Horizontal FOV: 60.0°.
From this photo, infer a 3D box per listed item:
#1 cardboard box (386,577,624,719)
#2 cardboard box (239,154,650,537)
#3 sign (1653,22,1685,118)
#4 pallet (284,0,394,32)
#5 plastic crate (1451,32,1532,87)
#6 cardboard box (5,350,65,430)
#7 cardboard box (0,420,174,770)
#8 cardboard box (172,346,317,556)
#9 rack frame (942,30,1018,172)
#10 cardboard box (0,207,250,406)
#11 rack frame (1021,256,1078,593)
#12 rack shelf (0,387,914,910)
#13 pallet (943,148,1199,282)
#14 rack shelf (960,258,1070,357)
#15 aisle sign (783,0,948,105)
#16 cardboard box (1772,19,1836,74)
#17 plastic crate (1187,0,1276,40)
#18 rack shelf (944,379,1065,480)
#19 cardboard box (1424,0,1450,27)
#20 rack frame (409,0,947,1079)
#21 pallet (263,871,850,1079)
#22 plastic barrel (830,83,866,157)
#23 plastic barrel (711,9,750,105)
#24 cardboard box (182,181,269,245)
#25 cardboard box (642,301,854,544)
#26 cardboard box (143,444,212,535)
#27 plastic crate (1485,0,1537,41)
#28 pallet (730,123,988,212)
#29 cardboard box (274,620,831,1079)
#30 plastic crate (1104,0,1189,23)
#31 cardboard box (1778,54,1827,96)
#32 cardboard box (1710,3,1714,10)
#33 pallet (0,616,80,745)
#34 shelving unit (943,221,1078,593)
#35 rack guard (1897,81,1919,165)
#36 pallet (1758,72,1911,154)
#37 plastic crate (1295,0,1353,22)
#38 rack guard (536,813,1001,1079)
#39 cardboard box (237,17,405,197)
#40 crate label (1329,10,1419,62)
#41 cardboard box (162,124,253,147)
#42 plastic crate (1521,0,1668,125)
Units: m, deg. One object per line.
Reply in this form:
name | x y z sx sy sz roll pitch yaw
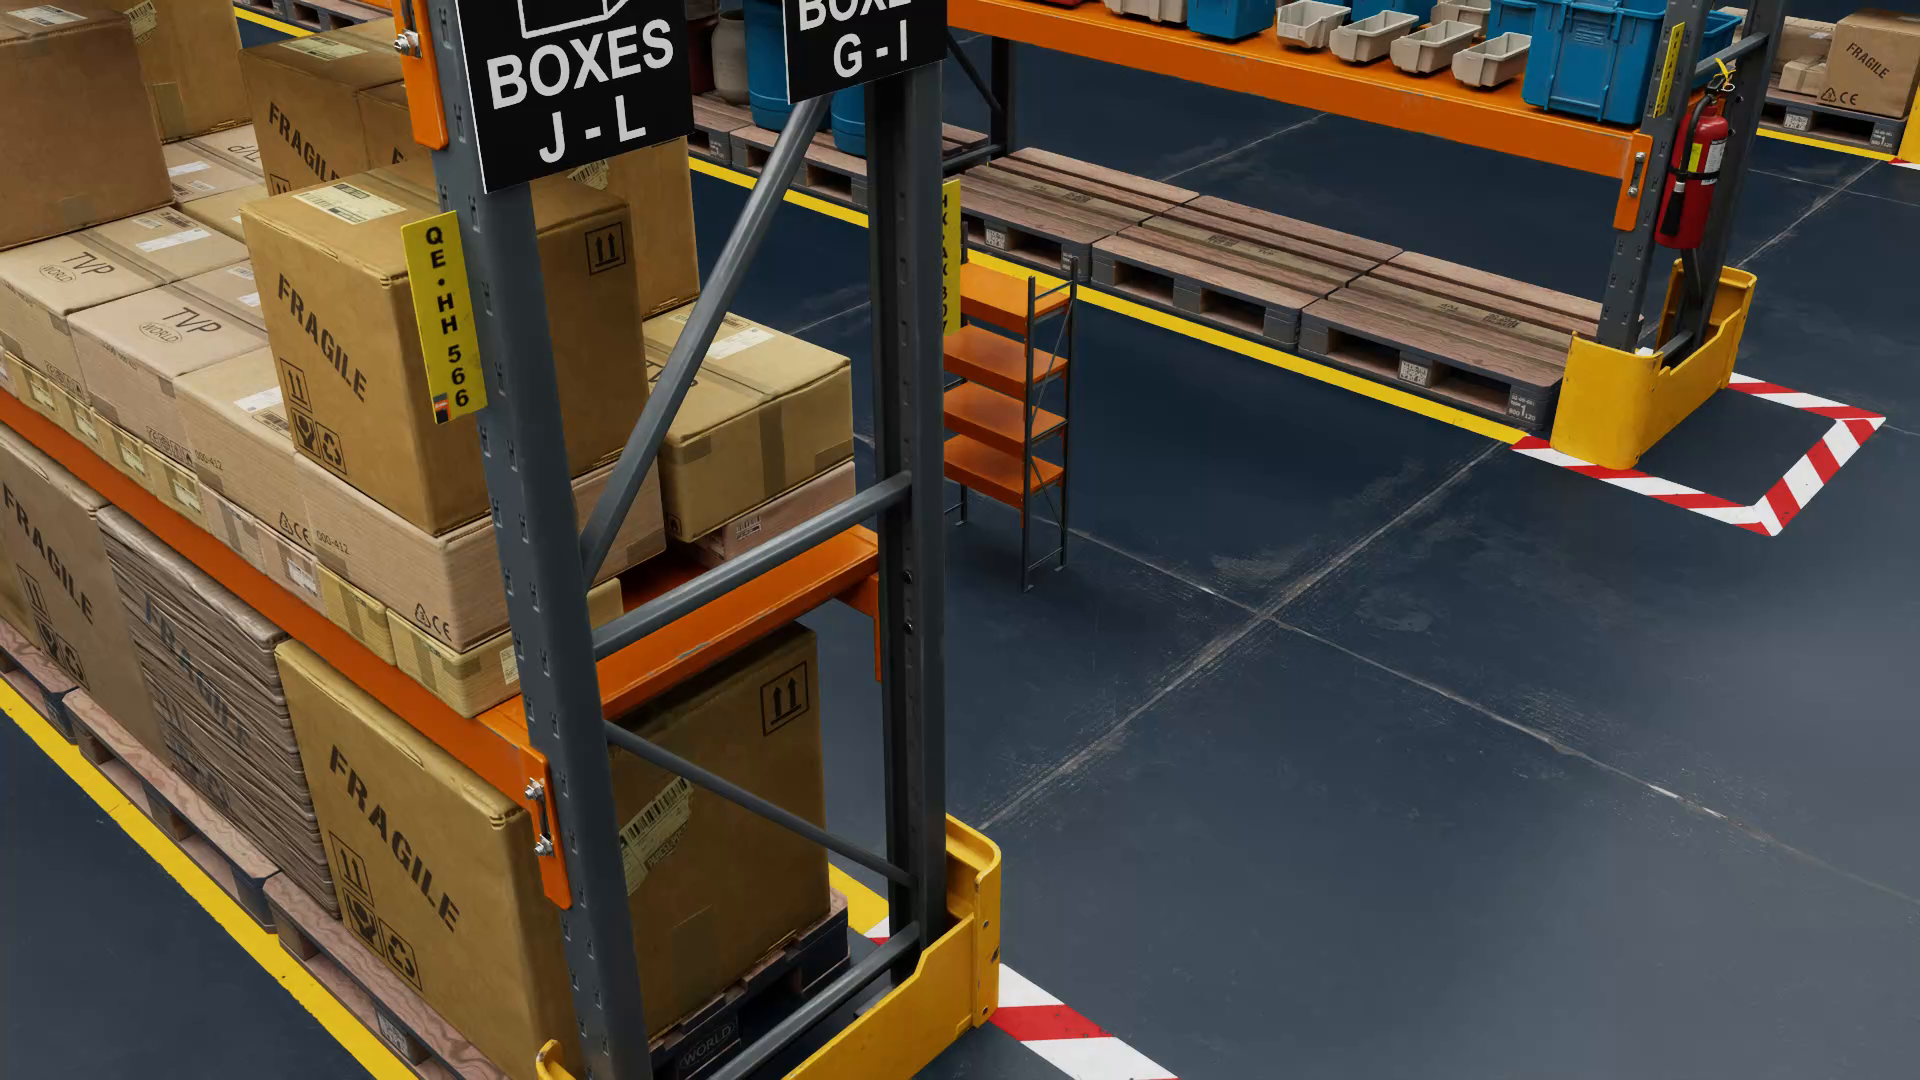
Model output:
cardboard box | -0.896 0.167 3.308 0.250 0.149 0.380 26 40 36
cardboard box | -0.949 -0.396 3.129 0.500 0.500 0.500 26 39 36
sign | 2.555 -1.691 5.993 0.005 0.325 0.100 25 39 35
pallet | -4.468 -4.117 12.883 1.213 0.211 1.003 25 39 35
plastic crate | 2.186 -1.963 6.800 0.243 0.136 0.396 25 39 35
cardboard box | -2.224 -0.452 4.335 0.250 0.149 0.380 24 38 34
cardboard box | -2.274 -0.027 5.039 0.875 0.875 0.875 25 39 35
cardboard box | -1.324 -0.249 3.612 0.500 0.250 0.500 24 39 34
rack frame | -0.053 -3.222 8.693 0.127 3.000 1.000 25 39 35
cardboard box | -2.091 -0.603 4.201 0.500 0.250 0.500 25 39 35
rack frame | 0.304 -0.372 5.705 0.015 1.200 0.240 25 39 35
rack shelf | -1.894 -0.327 4.583 4.000 0.370 1.077 25 39 35
pallet | 0.518 -1.787 9.014 1.213 0.211 1.003 25 39 35
rack shelf | 0.123 -0.793 5.643 0.480 0.148 0.258 25 39 35
aisle sign | -0.156 -1.147 2.726 0.004 0.787 0.394 25 39 35
cardboard box | 5.656 -3.210 10.914 0.500 0.250 0.500 25 39 35
plastic crate | 1.218 -2.404 7.439 0.300 0.233 0.416 25 39 35
rack shelf | 0.123 -0.399 5.880 0.480 0.148 0.258 25 39 35
cardboard box | 3.439 -3.923 12.039 0.500 0.311 0.500 25 39 35
rack frame | -0.411 0.057 3.247 0.127 3.000 1.000 25 39 35
pallet | -1.056 1.005 4.377 1.213 0.211 1.003 25 39 35
plastic barrel | -0.445 -2.697 9.450 0.708 0.901 0.600 25 39 35
plastic barrel | -1.329 -3.005 10.339 0.421 0.512 0.421 0 31 0
cardboard box | -1.736 -0.807 4.539 0.500 0.250 0.500 24 39 34
cardboard box | -0.586 -0.276 3.657 0.500 0.250 0.500 24 38 34
cardboard box | -1.654 -0.186 3.894 0.250 0.149 0.380 24 39 34
plastic crate | 2.462 -2.230 7.151 0.300 0.233 0.416 25 39 35
pallet | -0.597 -2.310 9.882 1.213 0.211 1.003 25 39 35
cardboard box | -0.939 0.596 4.004 0.875 0.875 0.875 25 39 35
plastic crate | 0.955 -2.598 7.713 0.530 0.282 0.437 25 39 35
cardboard box | 5.431 -2.973 10.601 0.250 0.166 0.380 25 39 35
cardboard box | 4.670 -3.585 11.291 0.637 0.503 0.797 25 39 35
pallet | -2.866 0.160 5.779 1.213 0.211 1.003 25 39 35
shelving unit | 0.123 -0.457 5.845 0.503 1.200 0.258 25 39 35
rack guard | 6.183 -2.686 10.226 0.348 0.500 1.175 25 39 35
pallet | 5.591 -2.837 10.759 1.213 0.211 1.003 25 39 35
plastic crate | 1.752 -2.562 7.702 0.300 0.233 0.416 25 39 35
rack guard | -0.393 1.136 3.878 0.348 0.500 1.175 25 39 35
cardboard box | -1.345 -0.947 4.045 0.500 0.500 0.500 24 38 34
crate label | 1.758 -2.156 7.120 0.243 0.136 0.396 25 39 35
cardboard box | -2.488 -1.160 5.126 0.500 0.250 0.500 26 40 36
plastic crate | 2.539 -1.923 6.443 0.499 0.435 0.616 25 39 35
